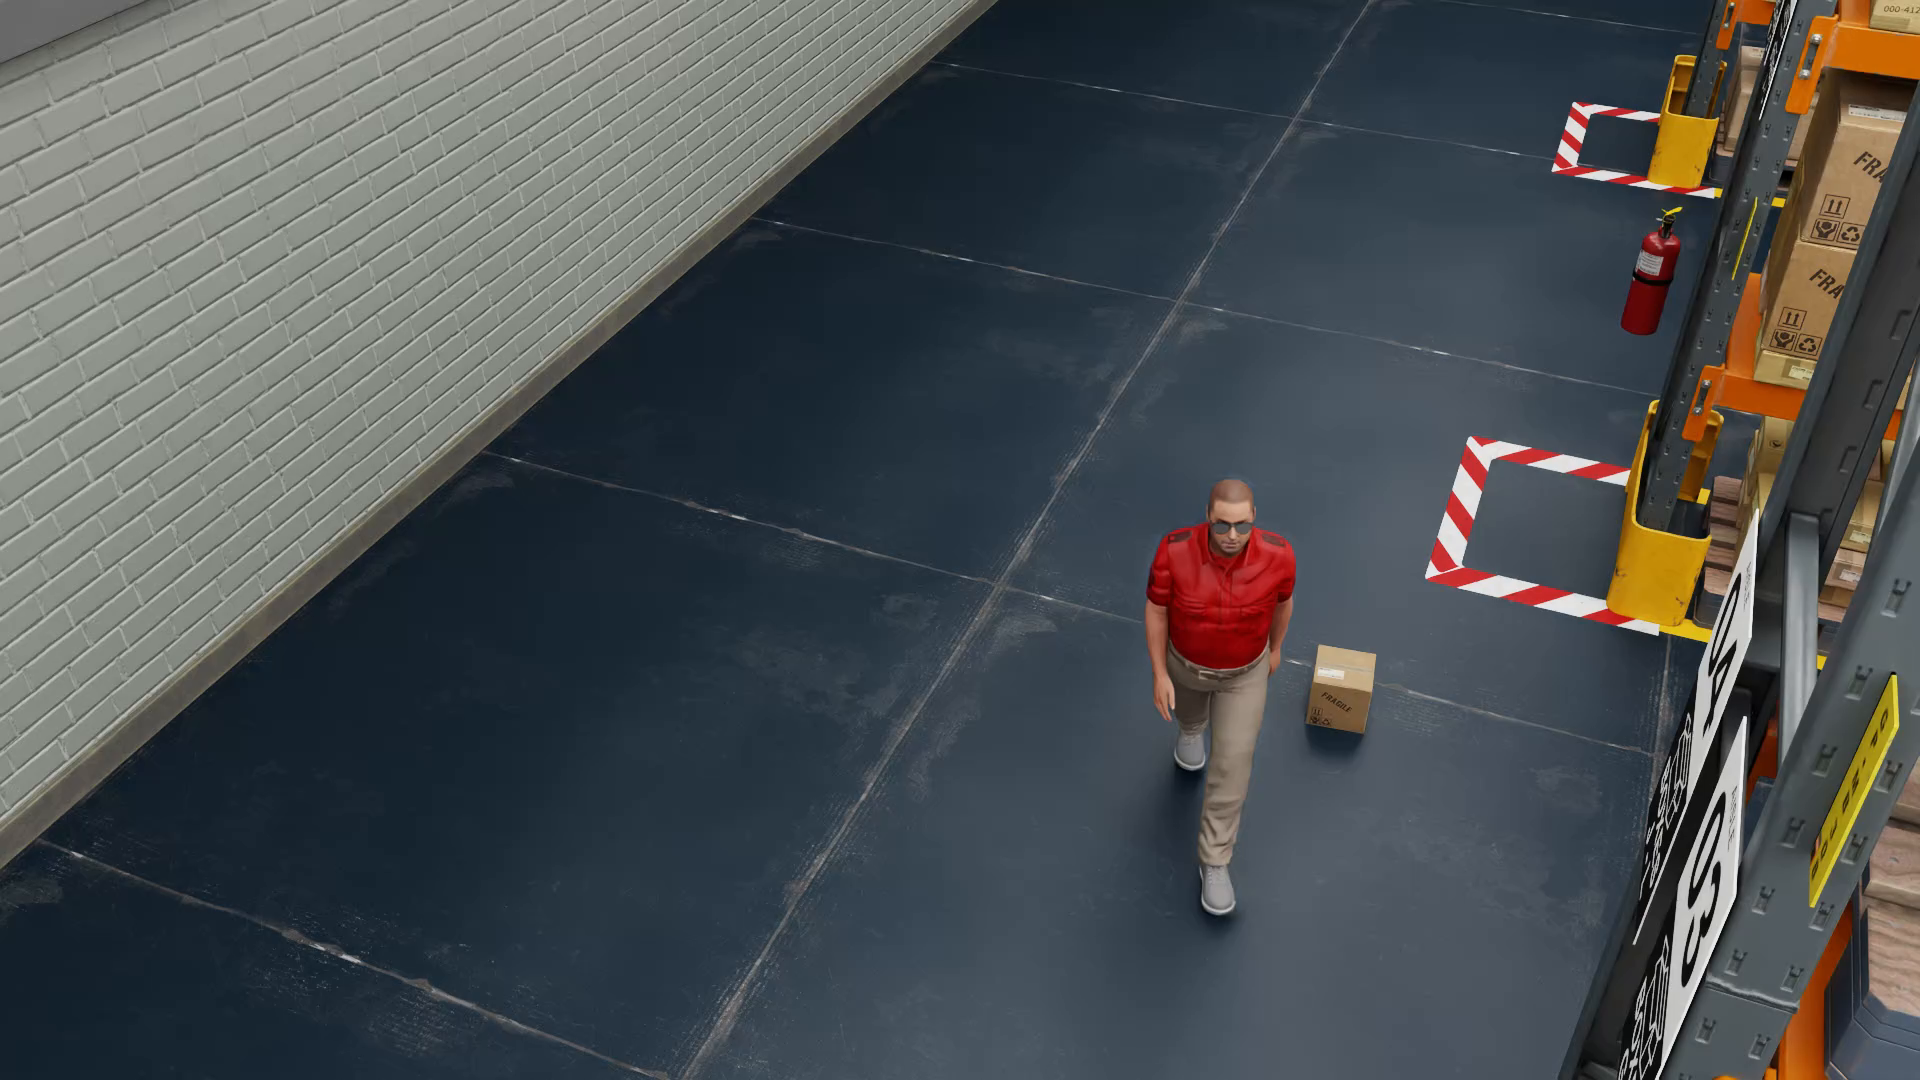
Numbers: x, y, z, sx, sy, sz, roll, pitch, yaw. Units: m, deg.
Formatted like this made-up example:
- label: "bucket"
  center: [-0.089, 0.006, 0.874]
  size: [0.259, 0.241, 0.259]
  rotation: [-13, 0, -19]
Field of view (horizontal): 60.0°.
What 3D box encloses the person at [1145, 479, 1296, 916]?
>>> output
- label: "person"
  center: [0.941, 0.467, 6.226]
  size: [0.534, 1.659, 1.088]
  rotation: [8, 38, 10]
